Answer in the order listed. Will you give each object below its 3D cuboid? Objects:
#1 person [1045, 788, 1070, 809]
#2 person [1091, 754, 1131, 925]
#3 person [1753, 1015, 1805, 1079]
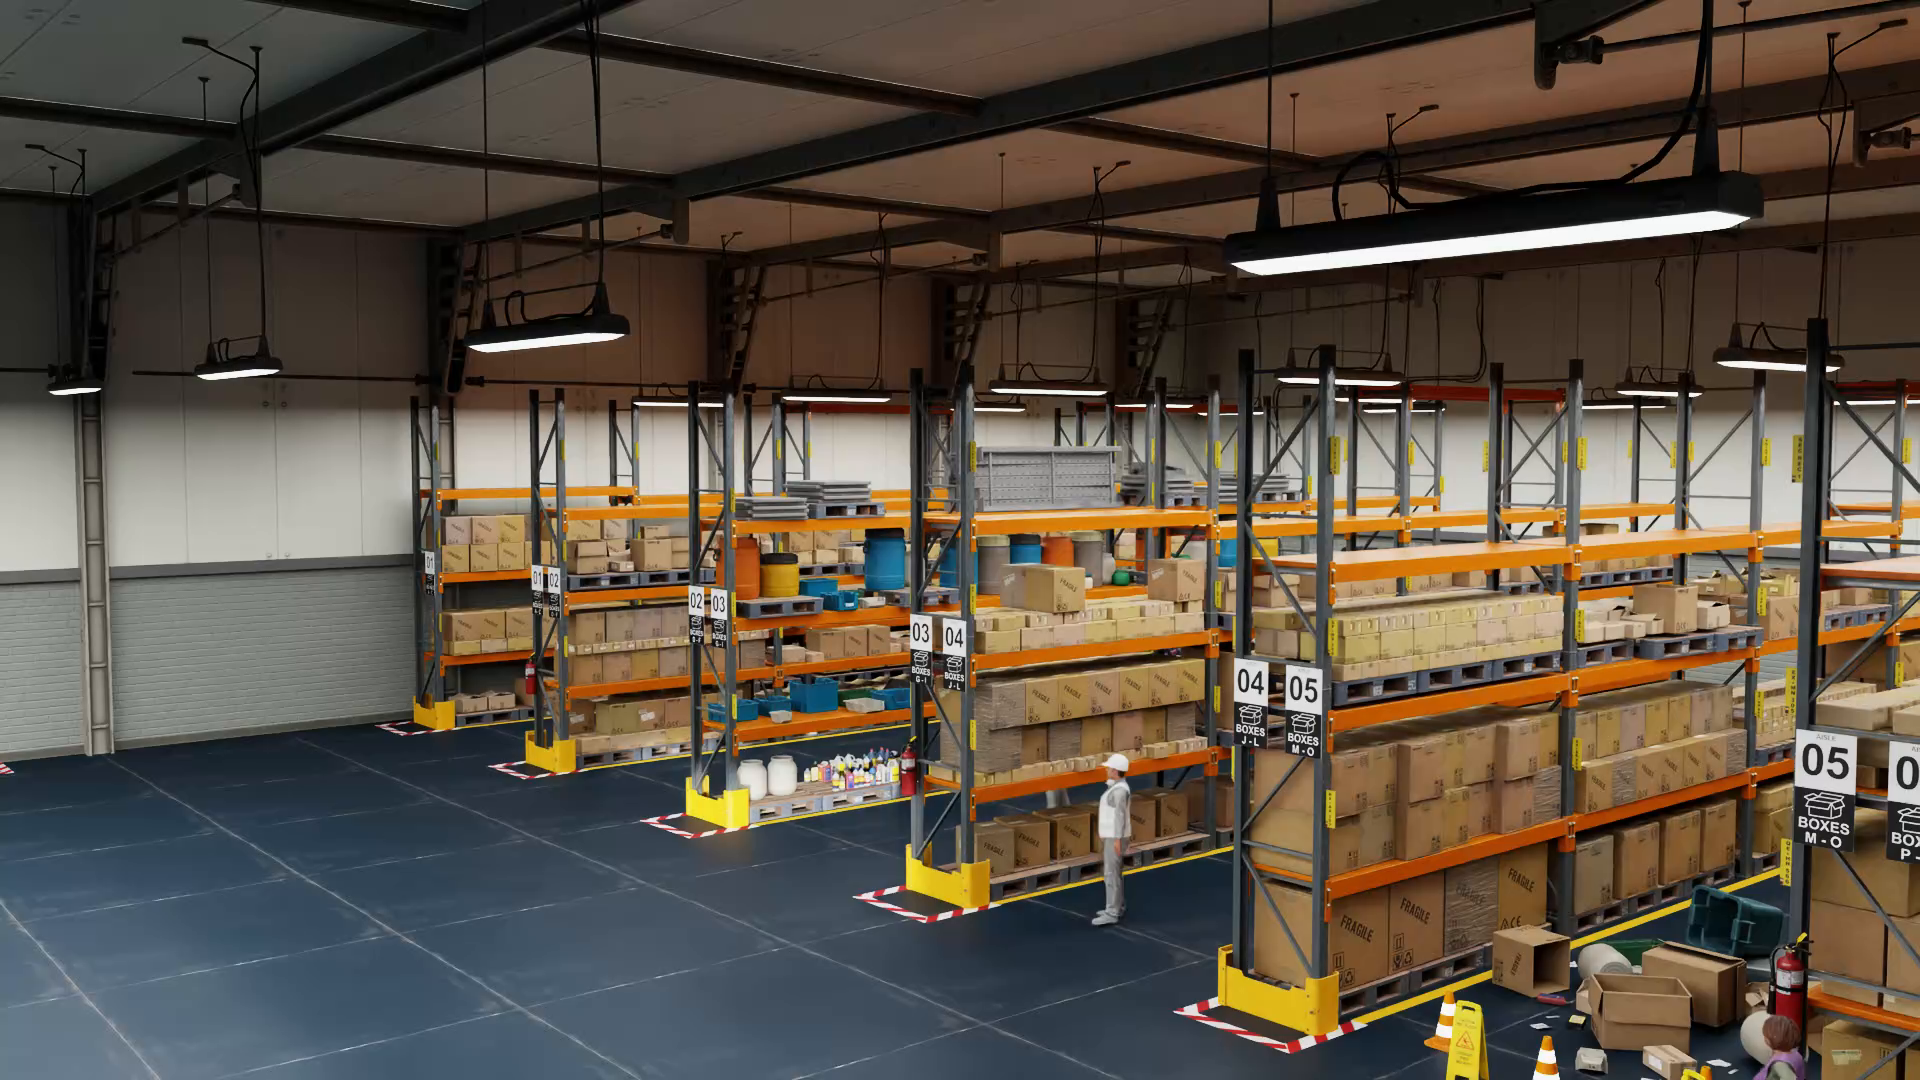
[{"bbox_3d":[1.280,2.986,22.476,0.506,1.824,0.551,3,4,38],"label":"person"},{"bbox_3d":[1.626,3.215,17.995,0.445,1.779,0.621,0,3,0],"label":"person"},{"bbox_3d":[5.094,3.788,10.399,0.529,1.627,0.570,1,4,19],"label":"person"}]
